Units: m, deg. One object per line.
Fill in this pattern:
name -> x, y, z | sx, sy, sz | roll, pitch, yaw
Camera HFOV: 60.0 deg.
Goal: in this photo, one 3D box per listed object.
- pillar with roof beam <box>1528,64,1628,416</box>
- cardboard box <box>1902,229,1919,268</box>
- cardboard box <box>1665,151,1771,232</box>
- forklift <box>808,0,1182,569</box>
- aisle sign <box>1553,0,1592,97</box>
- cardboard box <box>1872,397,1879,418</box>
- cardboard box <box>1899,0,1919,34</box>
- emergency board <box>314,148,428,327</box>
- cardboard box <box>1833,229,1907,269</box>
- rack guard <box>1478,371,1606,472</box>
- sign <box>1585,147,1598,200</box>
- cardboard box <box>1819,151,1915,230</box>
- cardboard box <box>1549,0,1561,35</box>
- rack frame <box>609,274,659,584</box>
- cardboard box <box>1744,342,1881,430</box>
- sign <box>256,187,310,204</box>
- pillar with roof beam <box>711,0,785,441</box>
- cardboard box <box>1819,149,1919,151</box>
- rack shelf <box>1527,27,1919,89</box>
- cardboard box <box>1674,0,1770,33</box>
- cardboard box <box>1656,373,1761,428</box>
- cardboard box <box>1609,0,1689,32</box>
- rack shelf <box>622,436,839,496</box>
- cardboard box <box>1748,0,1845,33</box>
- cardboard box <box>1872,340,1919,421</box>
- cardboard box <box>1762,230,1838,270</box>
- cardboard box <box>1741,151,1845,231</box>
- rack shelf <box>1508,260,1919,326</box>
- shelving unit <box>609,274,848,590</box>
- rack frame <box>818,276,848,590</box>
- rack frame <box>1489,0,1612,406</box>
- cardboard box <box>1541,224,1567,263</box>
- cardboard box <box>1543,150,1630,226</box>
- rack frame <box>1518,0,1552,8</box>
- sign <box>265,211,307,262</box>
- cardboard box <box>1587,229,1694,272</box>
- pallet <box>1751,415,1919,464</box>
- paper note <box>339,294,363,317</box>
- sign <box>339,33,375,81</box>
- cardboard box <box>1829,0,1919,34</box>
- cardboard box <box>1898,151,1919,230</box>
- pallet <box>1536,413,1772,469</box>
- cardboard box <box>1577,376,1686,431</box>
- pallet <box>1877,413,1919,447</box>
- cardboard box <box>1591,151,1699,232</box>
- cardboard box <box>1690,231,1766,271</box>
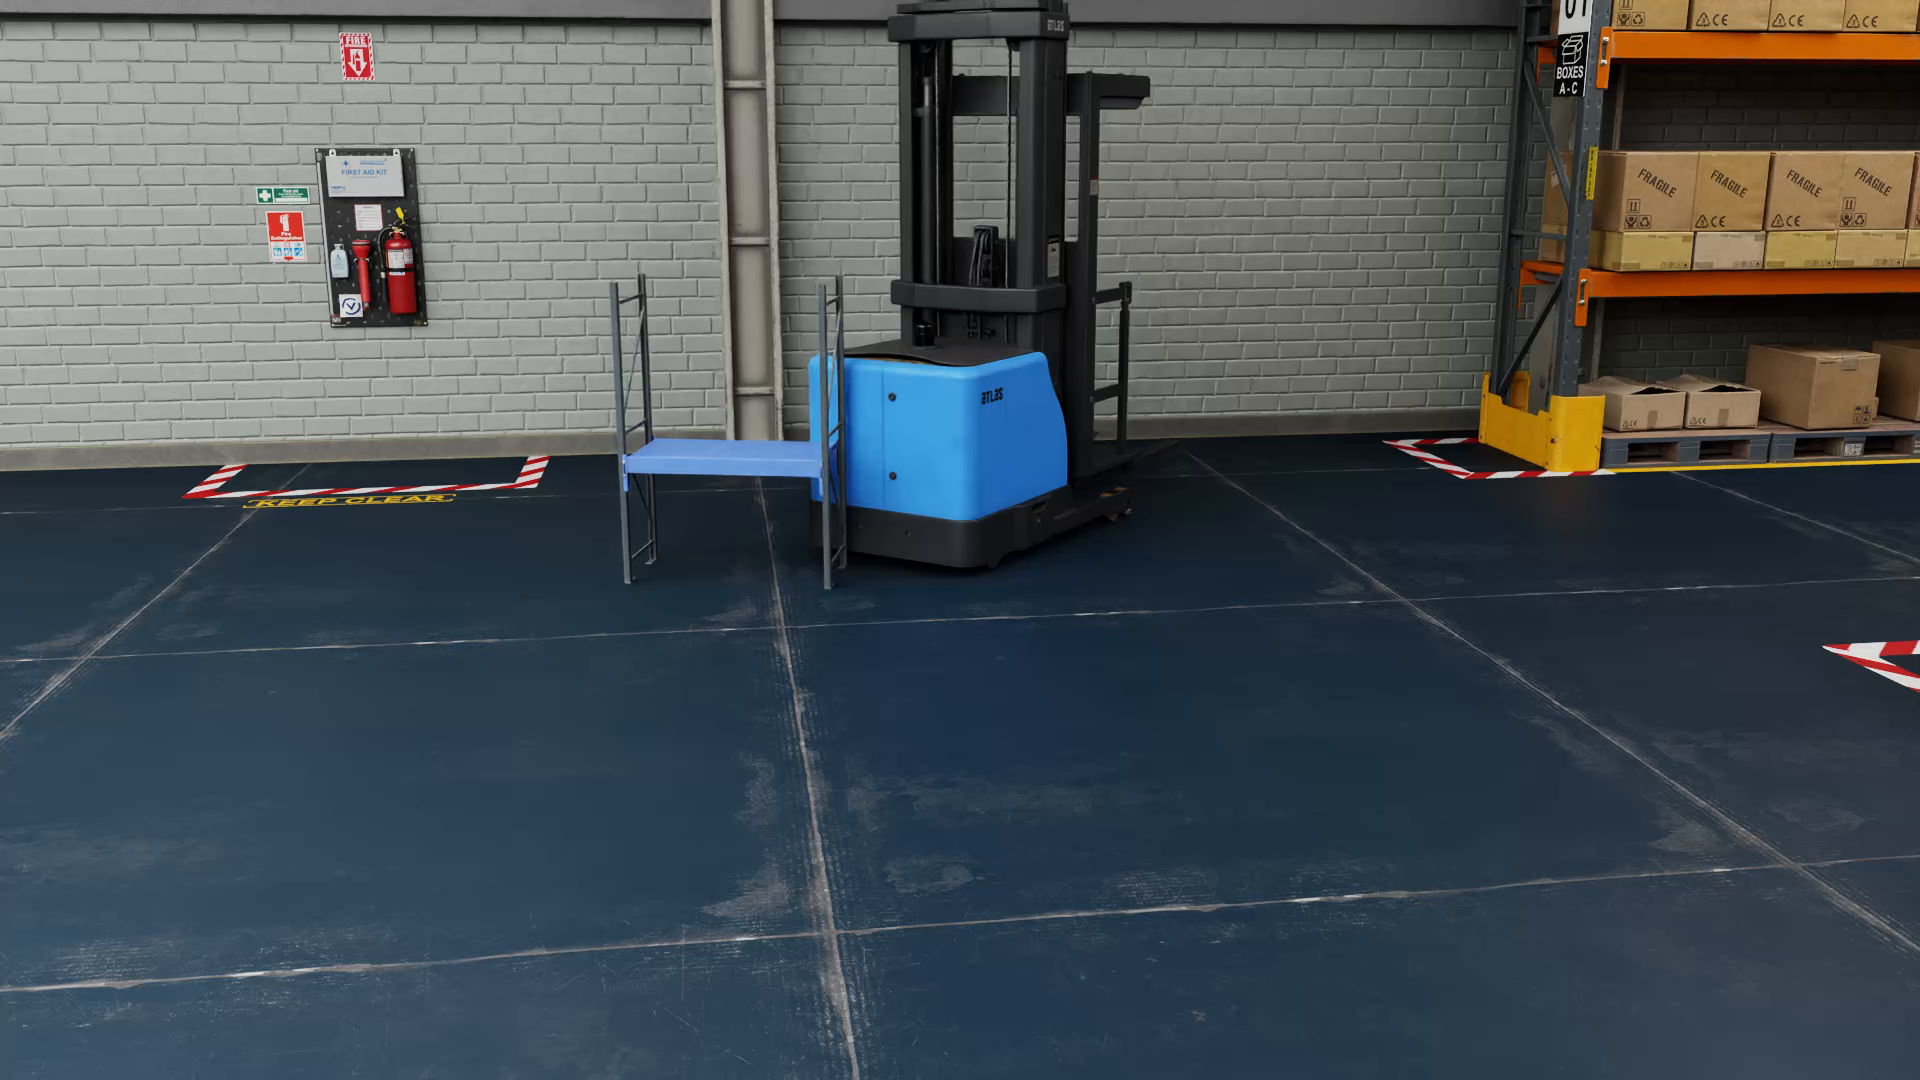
pillar with roof beam -> 5.142, -4.153, 7.284 | 0.400, 9.000, 9.100 | -2, 14, -8
cardboard box -> 6.480, -1.999, 11.295 | 0.500, 0.250, 0.500 | -2, 14, -9
cardboard box -> 4.944, -2.307, 10.979 | 0.500, 0.500, 0.500 | -2, 14, -8
forklift -> 0.387, -1.583, 9.510 | 1.130, 2.935, 3.031 | 8, 16, 30
aisle sign -> 3.911, -3.232, 10.598 | 0.004, 0.787, 0.394 | -2, 14, -8
cardboard box -> 6.308, -0.968, 11.872 | 0.250, 0.149, 0.380 | -3, 14, -13
cardboard box -> 6.386, -3.581, 10.923 | 0.500, 0.500, 0.500 | -3, 14, -11
emergency board -> -3.882, -1.981, 10.956 | 0.643, 1.169, 0.194 | -2, 14, -8
cardboard box -> 5.983, -1.981, 11.222 | 0.500, 0.250, 0.500 | -2, 14, -8
rack guard -> 4.012, -0.836, 11.527 | 0.348, 0.500, 1.175 | -2, 14, -8
sign -> 4.018, -2.335, 10.587 | 0.005, 0.325, 0.100 | -2, 14, -8
cardboard box -> 5.965, -2.346, 11.134 | 0.500, 0.500, 0.500 | -2, 14, -7
cardboard box -> 4.312, -3.635, 11.136 | 0.500, 0.500, 0.500 | -1, 14, -4
rack frame -> -1.641, -0.567, 8.398 | 0.032, 1.500, 0.500 | 2, 14, 6
cardboard box -> 5.931, -1.085, 11.617 | 0.500, 0.500, 0.700 | -3, 14, -12
sign -> -4.438, -2.258, 10.898 | 0.331, 0.109, 0.001 | -2, 14, -8
pillar with roof beam -> -0.791, -3.936, 6.417 | 0.400, 9.000, 9.100 | -2, 14, -8
cardboard box -> 6.391, -2.490, 11.709 | 0.500, 0.500, 0.500 | -2, 14, -7
rack shelf -> 5.915, -3.224, 11.224 | 4.000, 0.370, 1.077 | -2, 14, -8
cardboard box -> 4.842, -3.522, 10.685 | 0.500, 0.500, 0.500 | -1, 14, -5
cardboard box -> 5.199, -0.979, 11.582 | 0.500, 0.311, 0.500 | -1, 14, -4
cardboard box -> 4.305, -3.511, 10.641 | 0.500, 0.500, 0.500 | -2, 14, -7
rack shelf -> -1.136, -0.379, 8.388 | 1.000, 0.185, 0.538 | 2, 14, 6
cardboard box -> 5.354, -3.541, 10.763 | 0.500, 0.500, 0.500 | -1, 14, -6
cardboard box -> 6.872, -1.144, 11.852 | 0.500, 0.500, 0.500 | -3, 14, -13
cardboard box -> 5.483, -1.963, 11.151 | 0.500, 0.250, 0.500 | -2, 14, -9
cardboard box -> 5.456, -2.324, 11.048 | 0.500, 0.500, 0.500 | -3, 14, -10
rack shelf -> 5.915, -1.769, 11.589 | 4.000, 0.370, 1.077 | -2, 14, -8
shelving unit -> -1.136, -0.553, 8.344 | 1.048, 1.500, 0.538 | 2, 14, 6
rack frame -> -0.630, -0.540, 8.290 | 0.032, 1.500, 0.500 | 2, 14, 6
rack frame -> 3.937, -2.046, 11.212 | 0.127, 3.000, 1.000 | -2, 14, -8
cardboard box -> 4.371, -2.046, 11.482 | 0.500, 0.250, 0.500 | -2, 14, -7
cardboard box -> 4.372, -2.415, 11.409 | 0.500, 0.500, 0.500 | -2, 14, -9
rack frame -> 3.937, -4.956, 10.482 | 0.127, 3.000, 1.000 | -2, 14, -8
sign -> -4.444, -2.003, 10.970 | 0.234, 0.329, 0.001 | -2, 14, -8
cardboard box -> 4.467, -1.924, 10.994 | 0.500, 0.250, 0.500 | -3, 14, -10
pallet -> 6.025, -0.760, 11.819 | 1.213, 0.211, 1.003 | -2, 14, -8
paper note -> -4.067, -1.564, 11.103 | 0.142, 0.148, 0.016 | -2, 14, -8
sign -> -3.905, -3.129, 10.768 | 0.199, 0.298, 0.001 | -2, 14, -8
cardboard box -> 5.881, -3.566, 10.861 | 0.500, 0.500, 0.500 | -1, 14, -5
cardboard box -> 6.479, -2.365, 11.210 | 0.500, 0.500, 0.500 | -3, 14, -10
pallet -> 4.821, -0.717, 11.646 | 1.213, 0.211, 1.003 | -2, 14, -8
cardboard box -> 4.635, -0.958, 11.499 | 0.500, 0.311, 0.500 | -4, 15, -15
pallet -> 7.234, -0.805, 11.998 | 1.213, 0.211, 1.003 | -2, 14, -8
cardboard box -> 4.454, -2.291, 10.918 | 0.500, 0.500, 0.500 | -2, 14, -8
cardboard box -> 4.978, -1.946, 11.083 | 0.500, 0.250, 0.500 | -3, 14, -10
